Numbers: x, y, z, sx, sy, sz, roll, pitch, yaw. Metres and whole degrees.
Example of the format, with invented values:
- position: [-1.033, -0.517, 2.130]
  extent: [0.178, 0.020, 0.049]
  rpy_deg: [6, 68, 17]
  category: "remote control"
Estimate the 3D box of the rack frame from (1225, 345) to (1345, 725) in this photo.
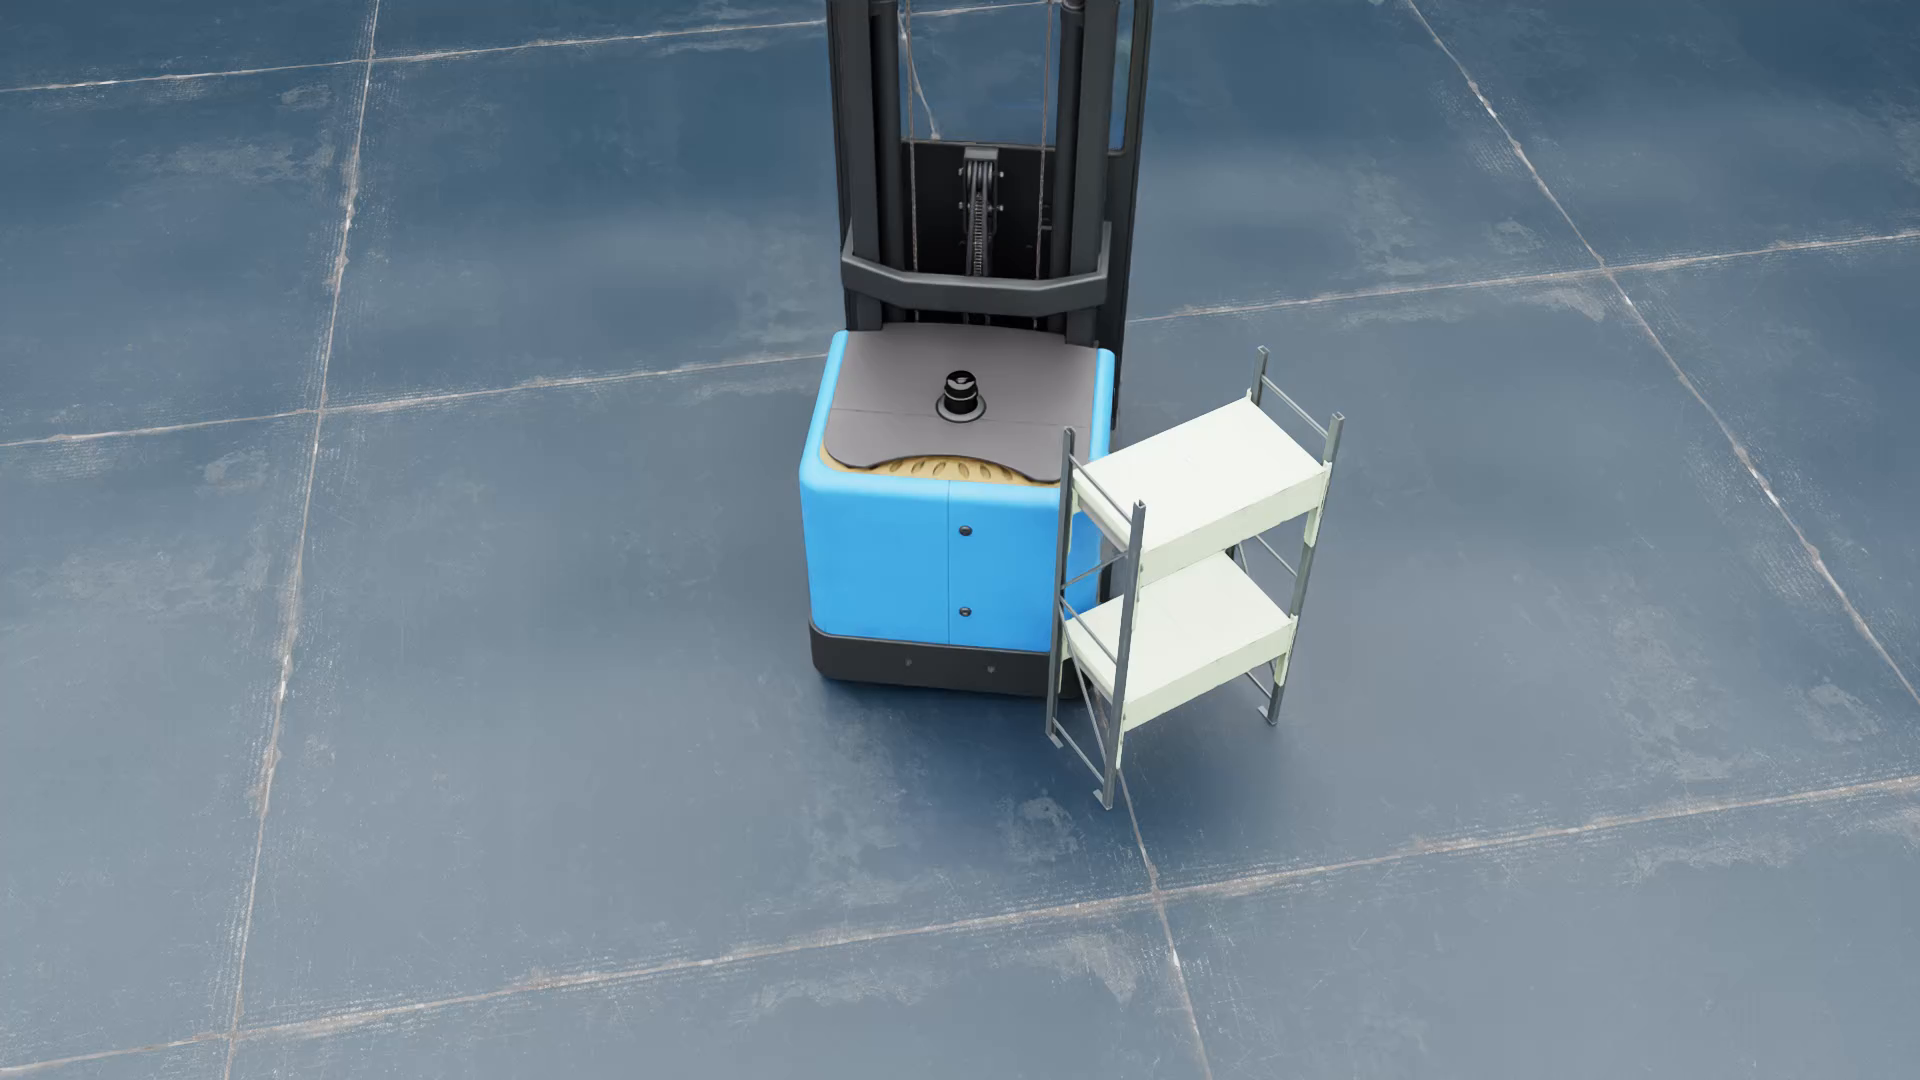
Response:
- position: [1.051, 0.032, 5.677]
  extent: [0.023, 1.500, 0.400]
  rpy_deg: [-23, 50, -21]
  category: "rack frame"

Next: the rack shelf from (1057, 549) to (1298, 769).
- position: [0.737, 0.394, 5.782]
  extent: [0.720, 0.370, 0.431]
  rpy_deg: [-23, 50, -21]
  category: "rack shelf"

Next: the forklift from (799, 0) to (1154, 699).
- position: [0.125, -1.502, 6.162]
  extent: [1.130, 2.935, 3.031]
  rpy_deg: [5, 46, 4]
  category: "forklift"

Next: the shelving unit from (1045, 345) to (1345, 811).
- position: [0.737, 0.167, 5.547]
  extent: [0.755, 1.500, 0.431]
  rpy_deg: [-23, 50, -21]
  category: "shelving unit"

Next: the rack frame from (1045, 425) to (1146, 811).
- position: [0.423, 0.302, 5.417]
  extent: [0.023, 1.500, 0.400]
  rpy_deg: [-23, 50, -21]
  category: "rack frame"

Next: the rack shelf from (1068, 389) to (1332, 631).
- position: [0.737, -0.103, 5.266]
  extent: [0.720, 0.370, 0.431]
  rpy_deg: [-23, 50, -21]
  category: "rack shelf"
